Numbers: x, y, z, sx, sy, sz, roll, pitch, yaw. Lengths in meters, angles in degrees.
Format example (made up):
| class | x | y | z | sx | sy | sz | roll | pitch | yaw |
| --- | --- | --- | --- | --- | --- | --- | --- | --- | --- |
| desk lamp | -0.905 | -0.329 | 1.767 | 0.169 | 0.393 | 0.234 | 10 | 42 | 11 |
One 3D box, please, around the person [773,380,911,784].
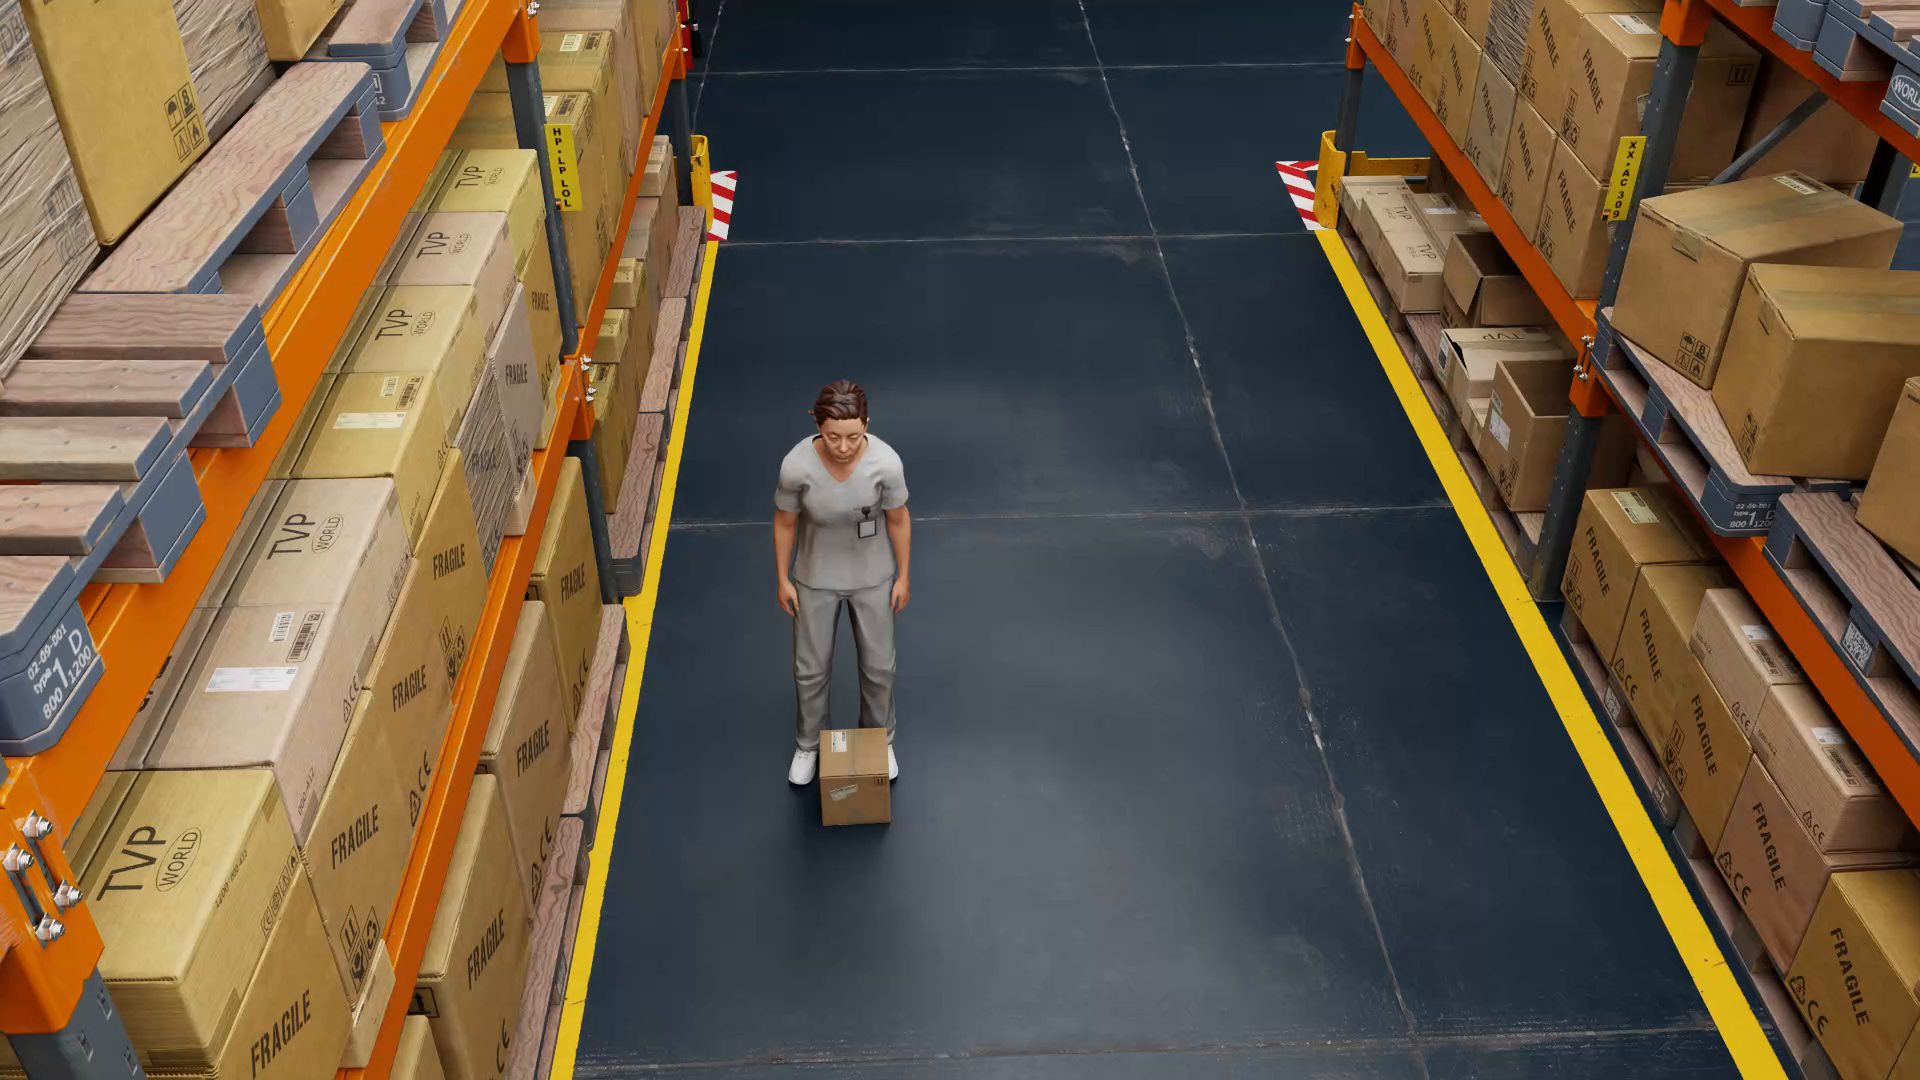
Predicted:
| class | x | y | z | sx | sy | sz | roll | pitch | yaw |
| --- | --- | --- | --- | --- | --- | --- | --- | --- | --- |
| person | -0.414 | 0.150 | 5.935 | 0.488 | 1.672 | 0.360 | -3 | 35 | -4 |
